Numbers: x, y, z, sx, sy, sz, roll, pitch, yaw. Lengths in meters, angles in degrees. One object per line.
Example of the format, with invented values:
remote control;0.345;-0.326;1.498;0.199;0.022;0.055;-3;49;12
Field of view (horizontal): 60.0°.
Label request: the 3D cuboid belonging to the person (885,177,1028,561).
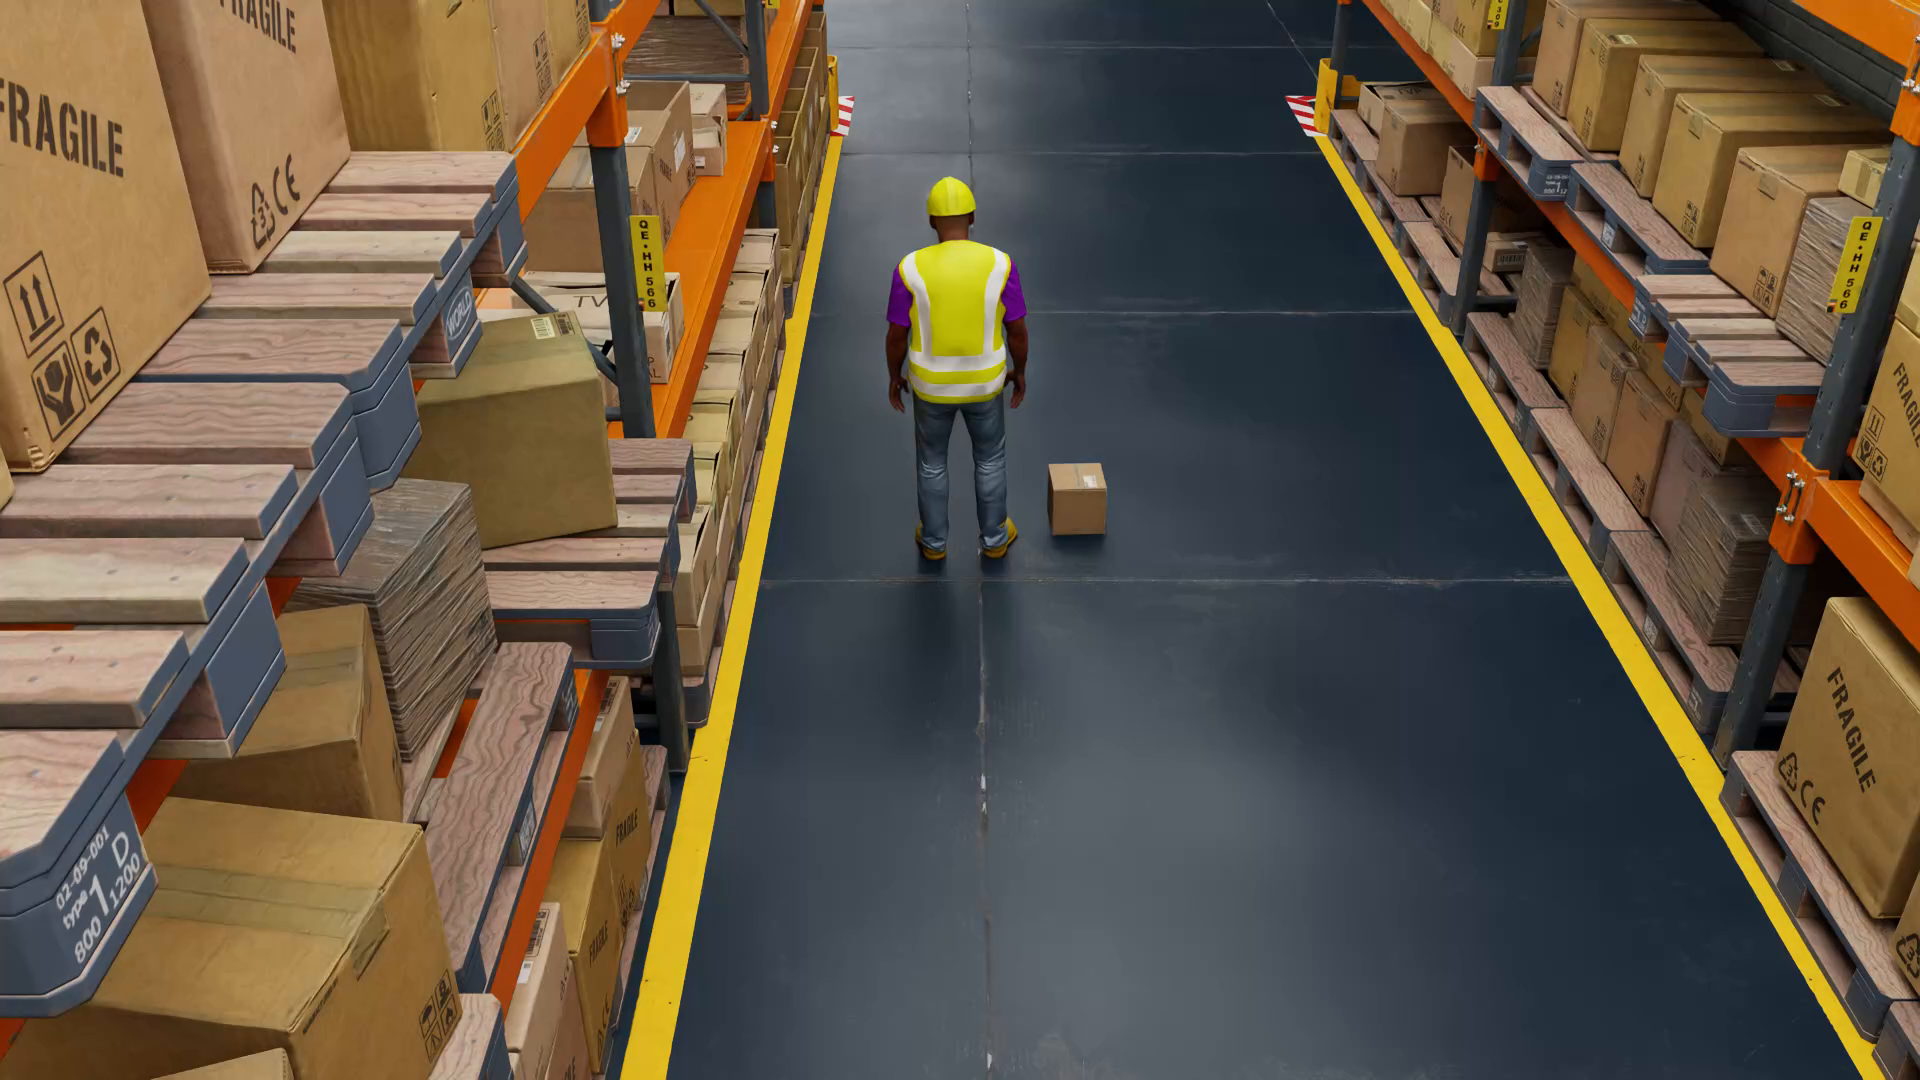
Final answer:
person;-0.014;-0.717;7.294;0.618;1.760;0.460;-1;31;-2
